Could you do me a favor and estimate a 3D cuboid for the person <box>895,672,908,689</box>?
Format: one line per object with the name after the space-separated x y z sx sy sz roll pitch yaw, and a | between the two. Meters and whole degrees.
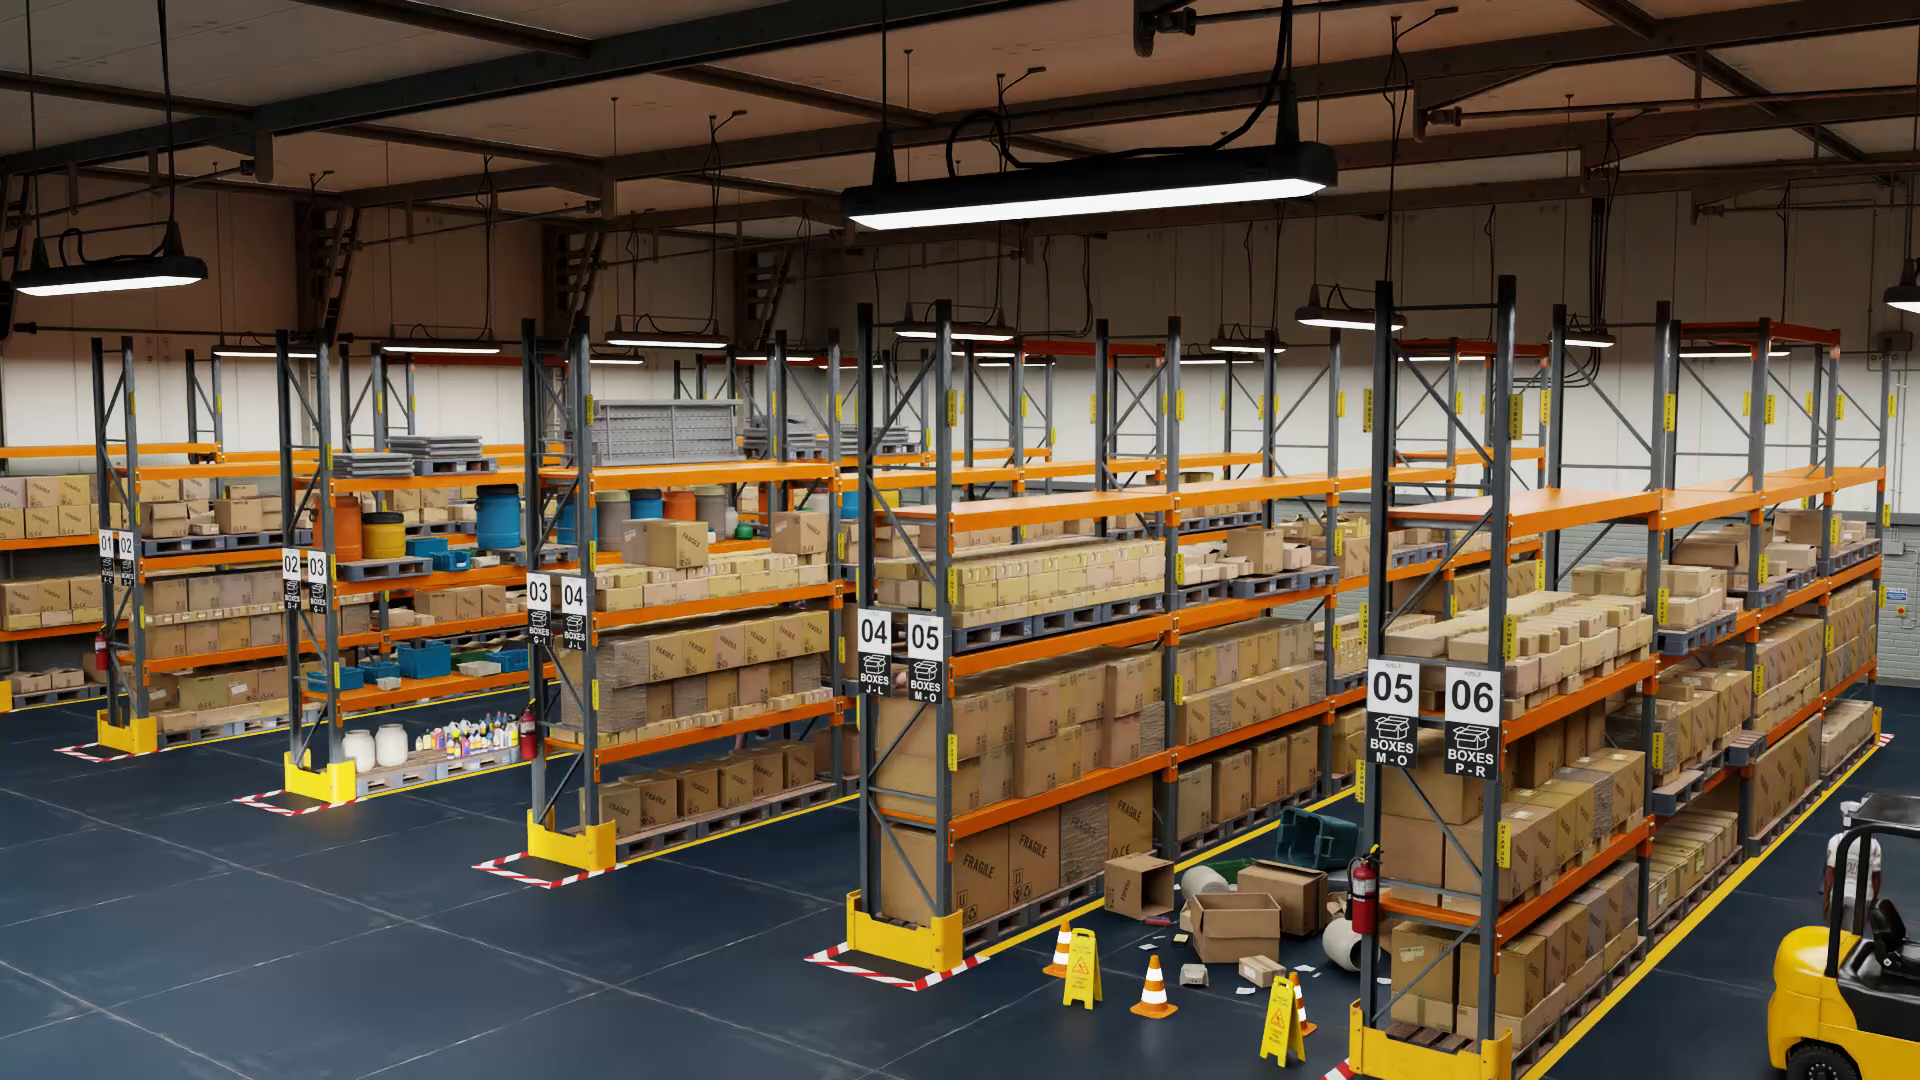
-0.730 2.505 20.466 1.022 1.754 0.616 -3 6 -35 | person

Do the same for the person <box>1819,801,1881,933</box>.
7.602 3.120 14.234 0.452 1.734 0.595 3 6 32 | person

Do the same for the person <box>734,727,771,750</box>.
-2.949 2.306 23.469 0.472 1.655 0.749 2 5 23 | person
